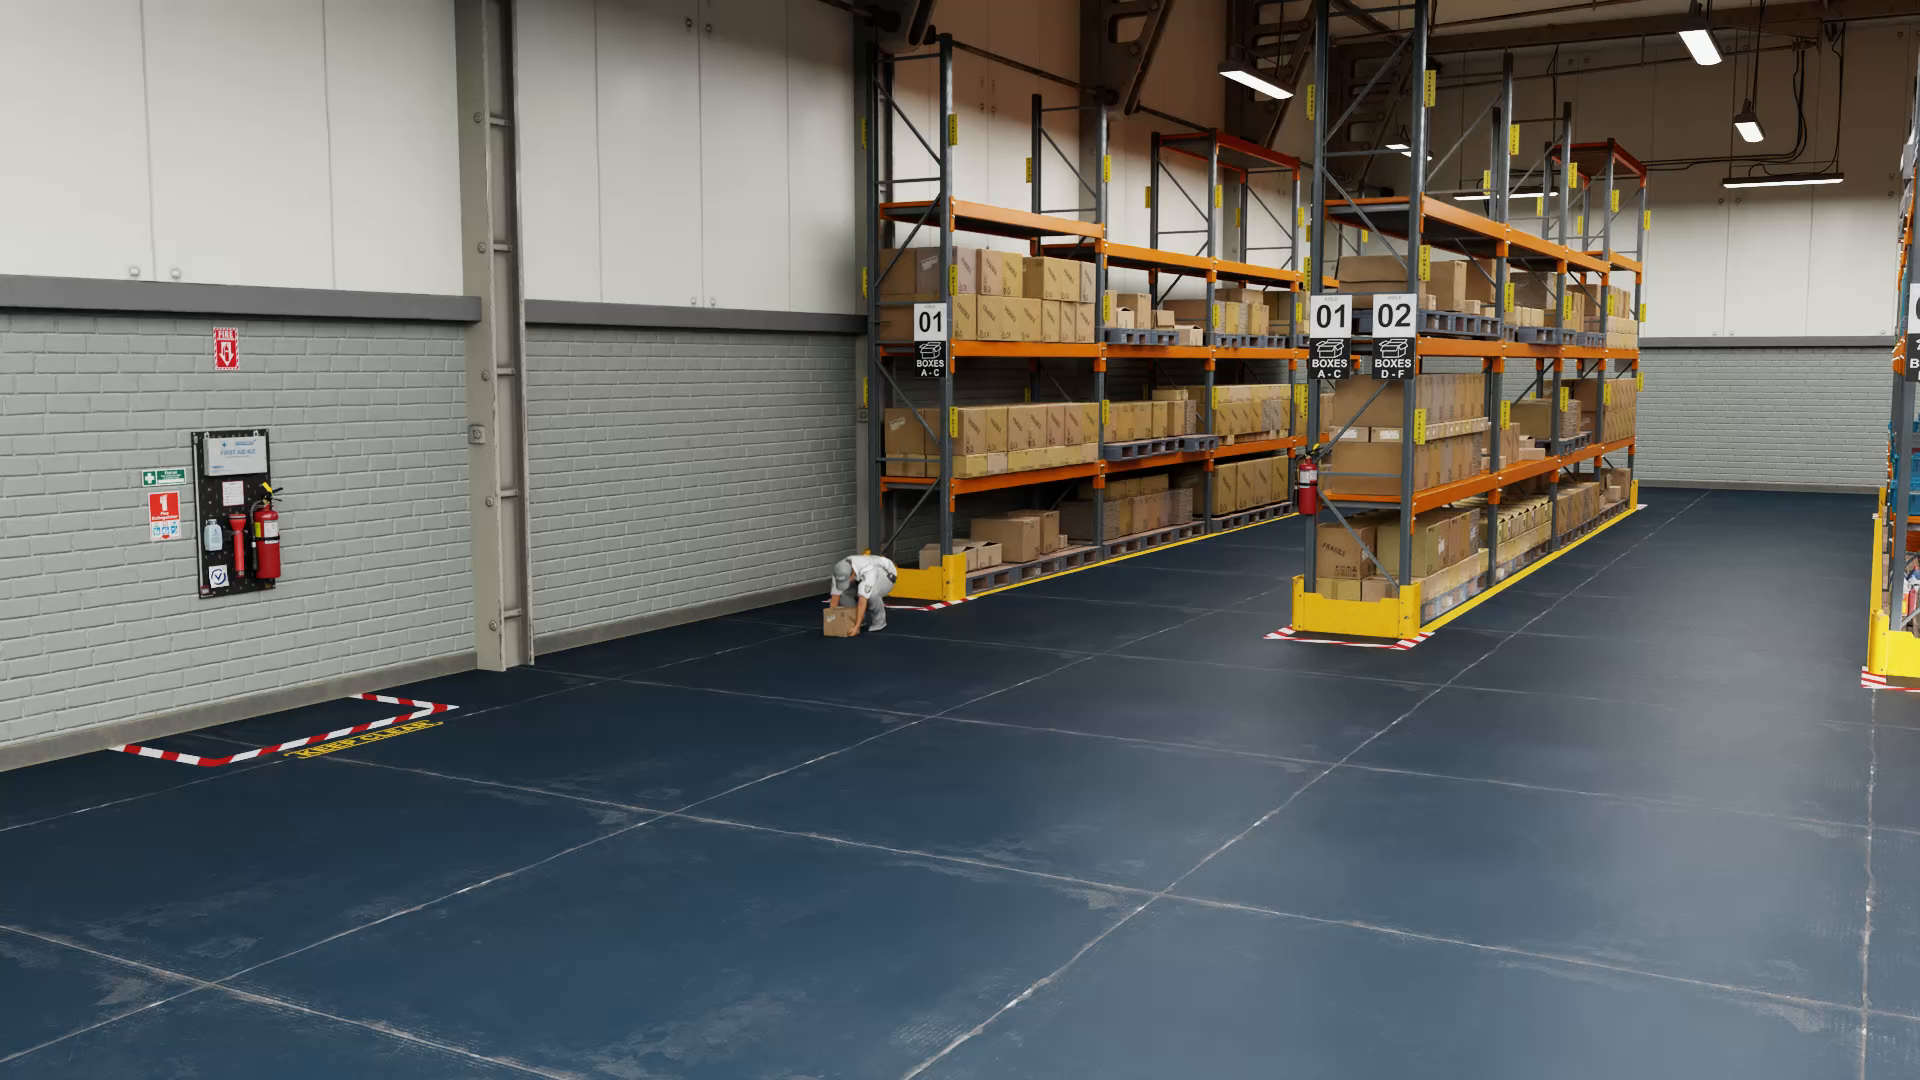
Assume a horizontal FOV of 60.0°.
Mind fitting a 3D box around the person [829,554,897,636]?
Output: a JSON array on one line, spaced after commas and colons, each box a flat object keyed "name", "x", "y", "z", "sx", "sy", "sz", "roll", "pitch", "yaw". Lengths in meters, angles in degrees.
[{"name": "person", "x": -0.957, "y": 0.514, "z": 16.002, "sx": 0.488, "sy": 0.752, "sz": 0.931, "roll": 3, "pitch": 7, "yaw": 27}]
